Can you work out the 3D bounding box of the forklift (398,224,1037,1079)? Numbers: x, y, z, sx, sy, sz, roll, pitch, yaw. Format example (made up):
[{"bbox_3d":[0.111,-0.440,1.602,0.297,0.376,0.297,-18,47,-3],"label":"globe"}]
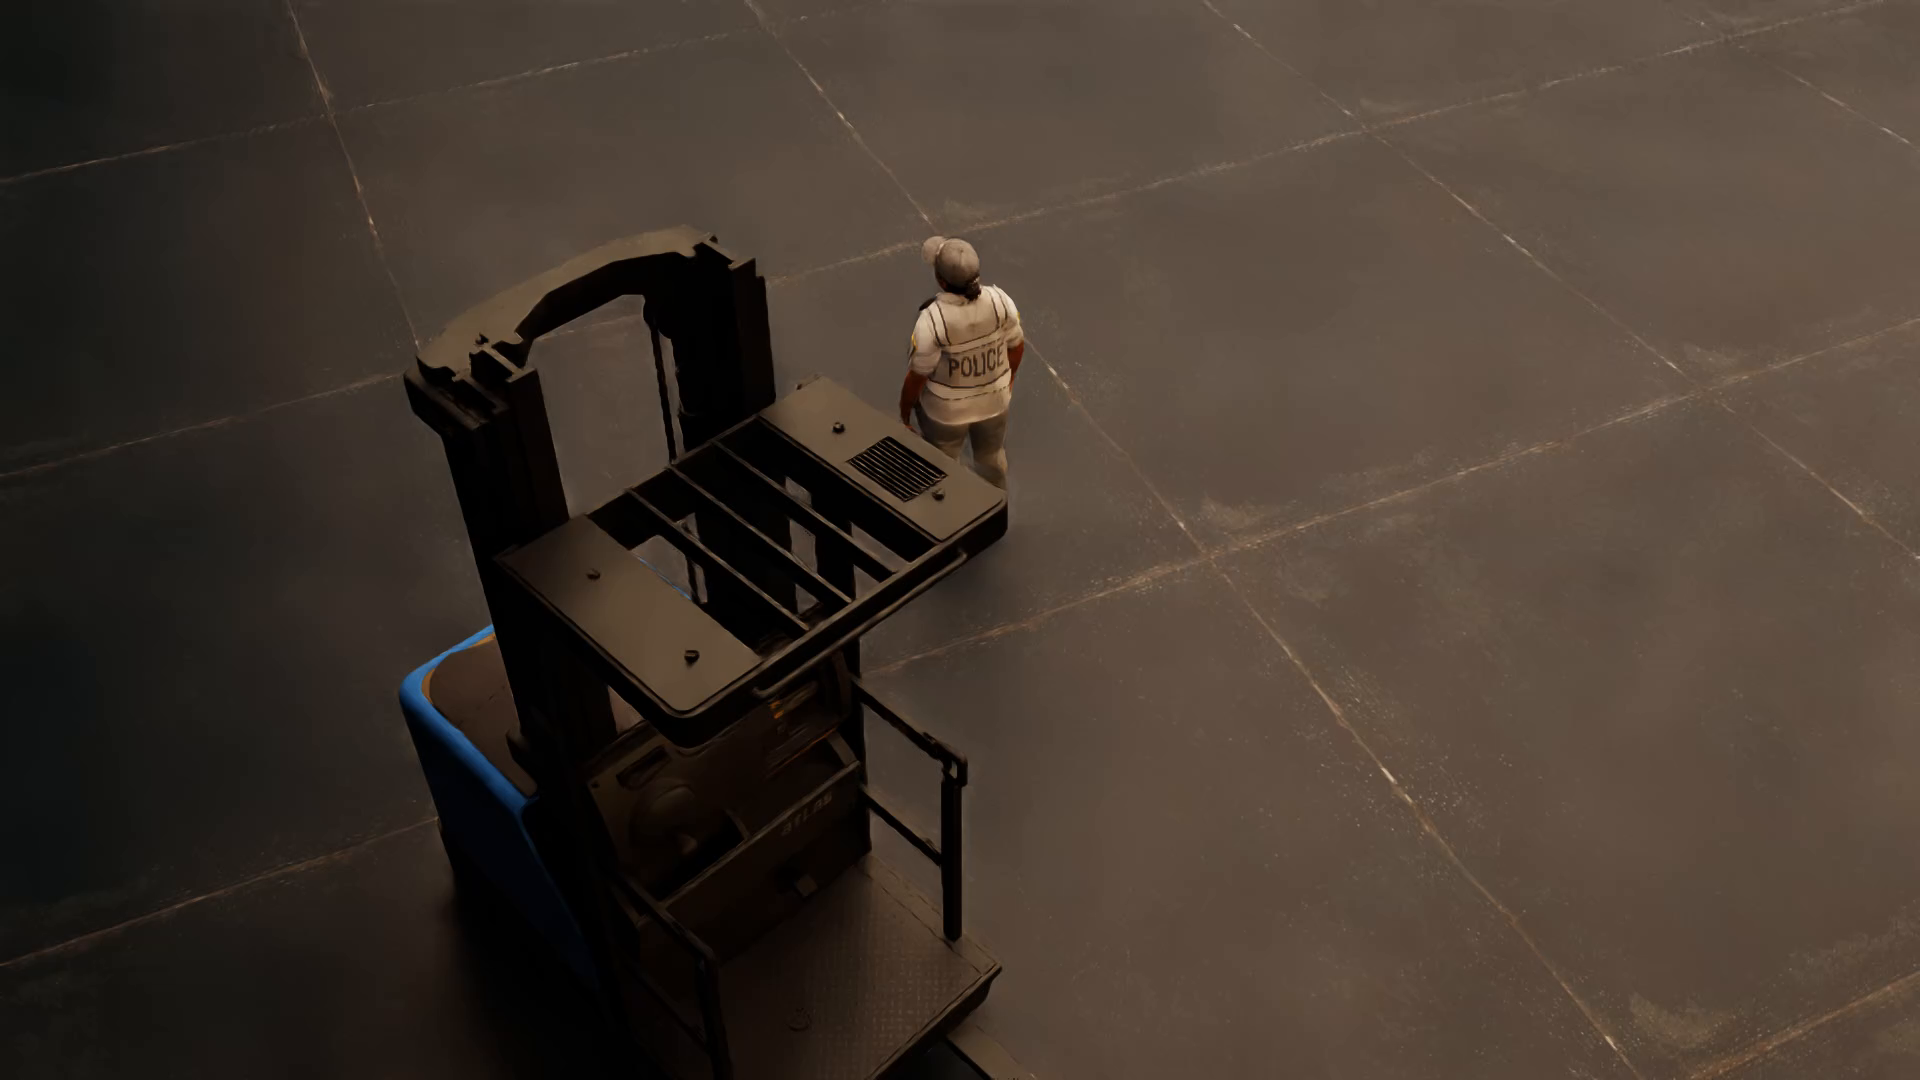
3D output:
[{"bbox_3d":[-0.565,0.681,4.951,1.130,2.935,3.031,-34,53,-31],"label":"forklift"}]

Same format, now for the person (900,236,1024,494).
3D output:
[{"bbox_3d":[-0.012,-0.668,7.313,0.598,1.669,0.529,-18,46,-18],"label":"person"}]
